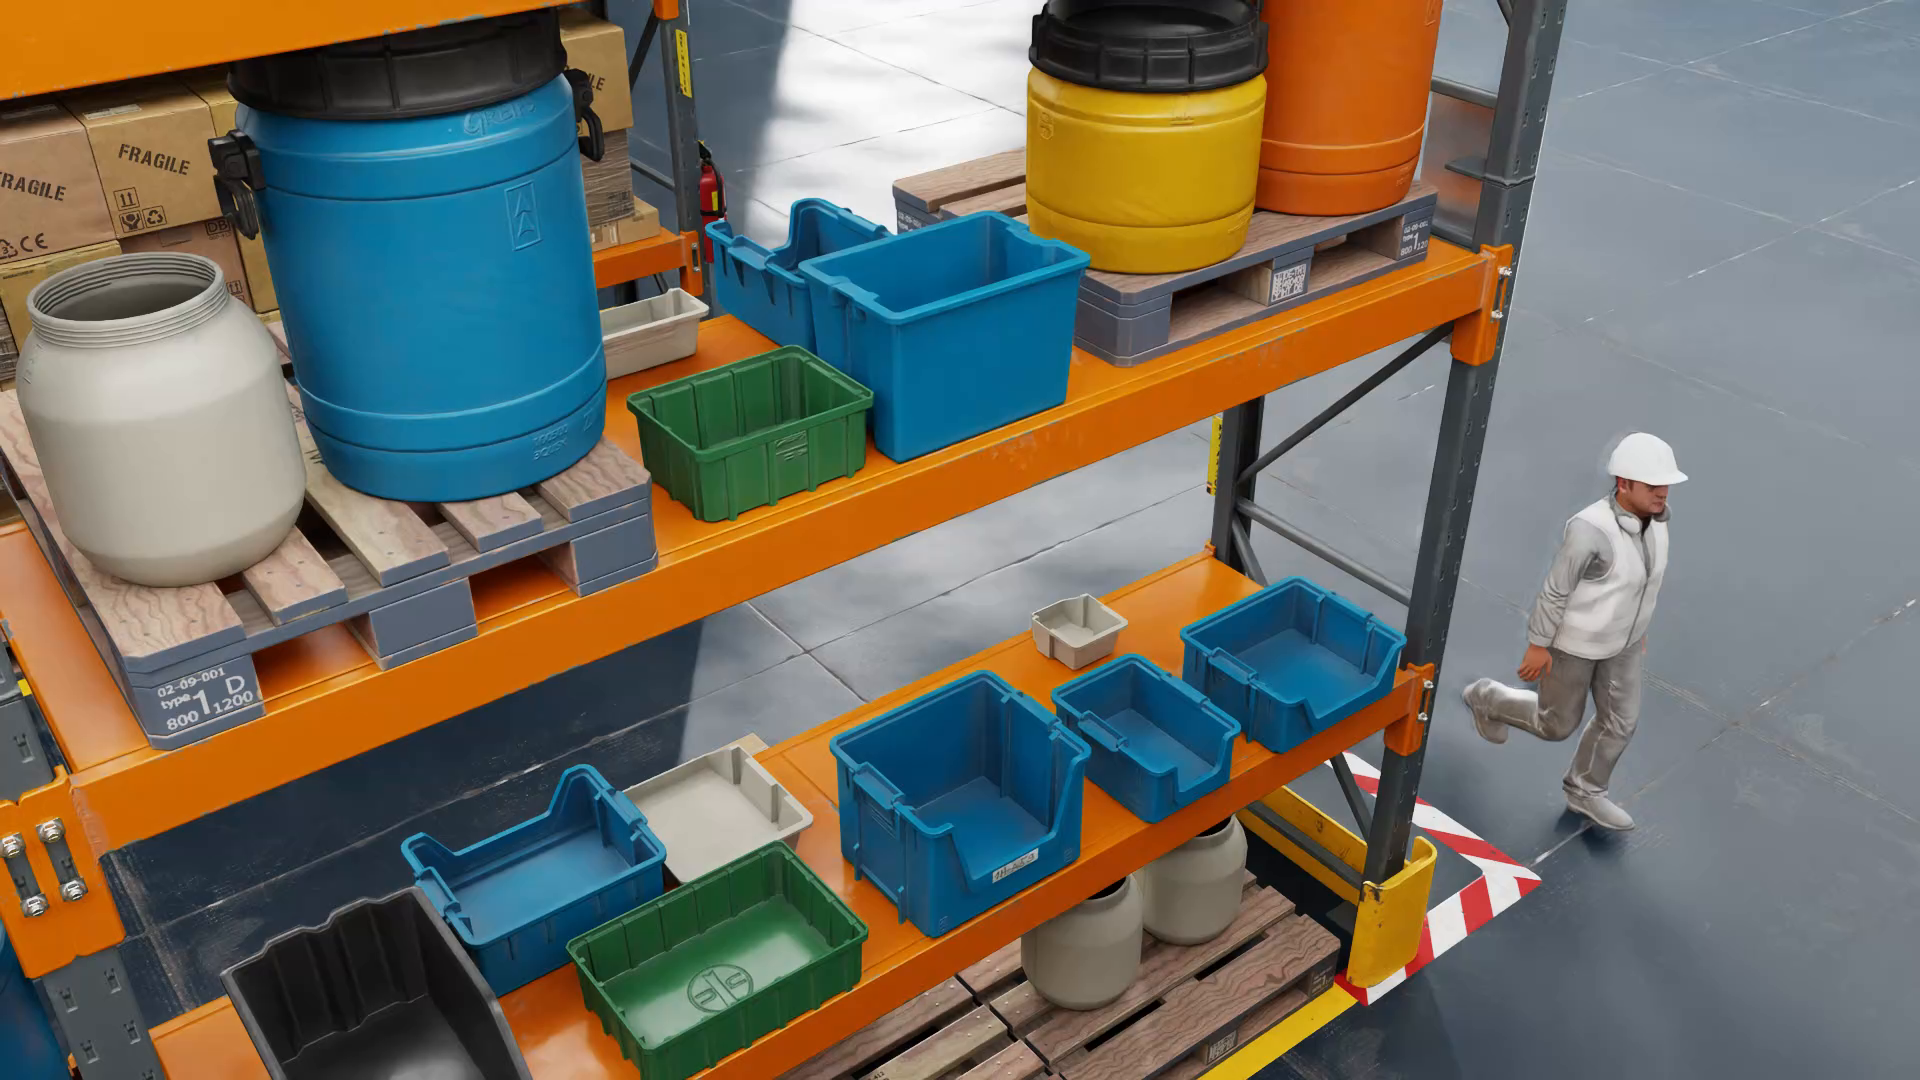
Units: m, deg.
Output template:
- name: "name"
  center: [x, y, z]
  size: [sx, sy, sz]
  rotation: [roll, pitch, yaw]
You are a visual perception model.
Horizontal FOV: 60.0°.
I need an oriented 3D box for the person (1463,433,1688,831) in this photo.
- name: "person"
  center: [2.434, 0.327, 6.590]
  size: [0.605, 1.737, 0.830]
  rotation: [-19, 36, -27]
